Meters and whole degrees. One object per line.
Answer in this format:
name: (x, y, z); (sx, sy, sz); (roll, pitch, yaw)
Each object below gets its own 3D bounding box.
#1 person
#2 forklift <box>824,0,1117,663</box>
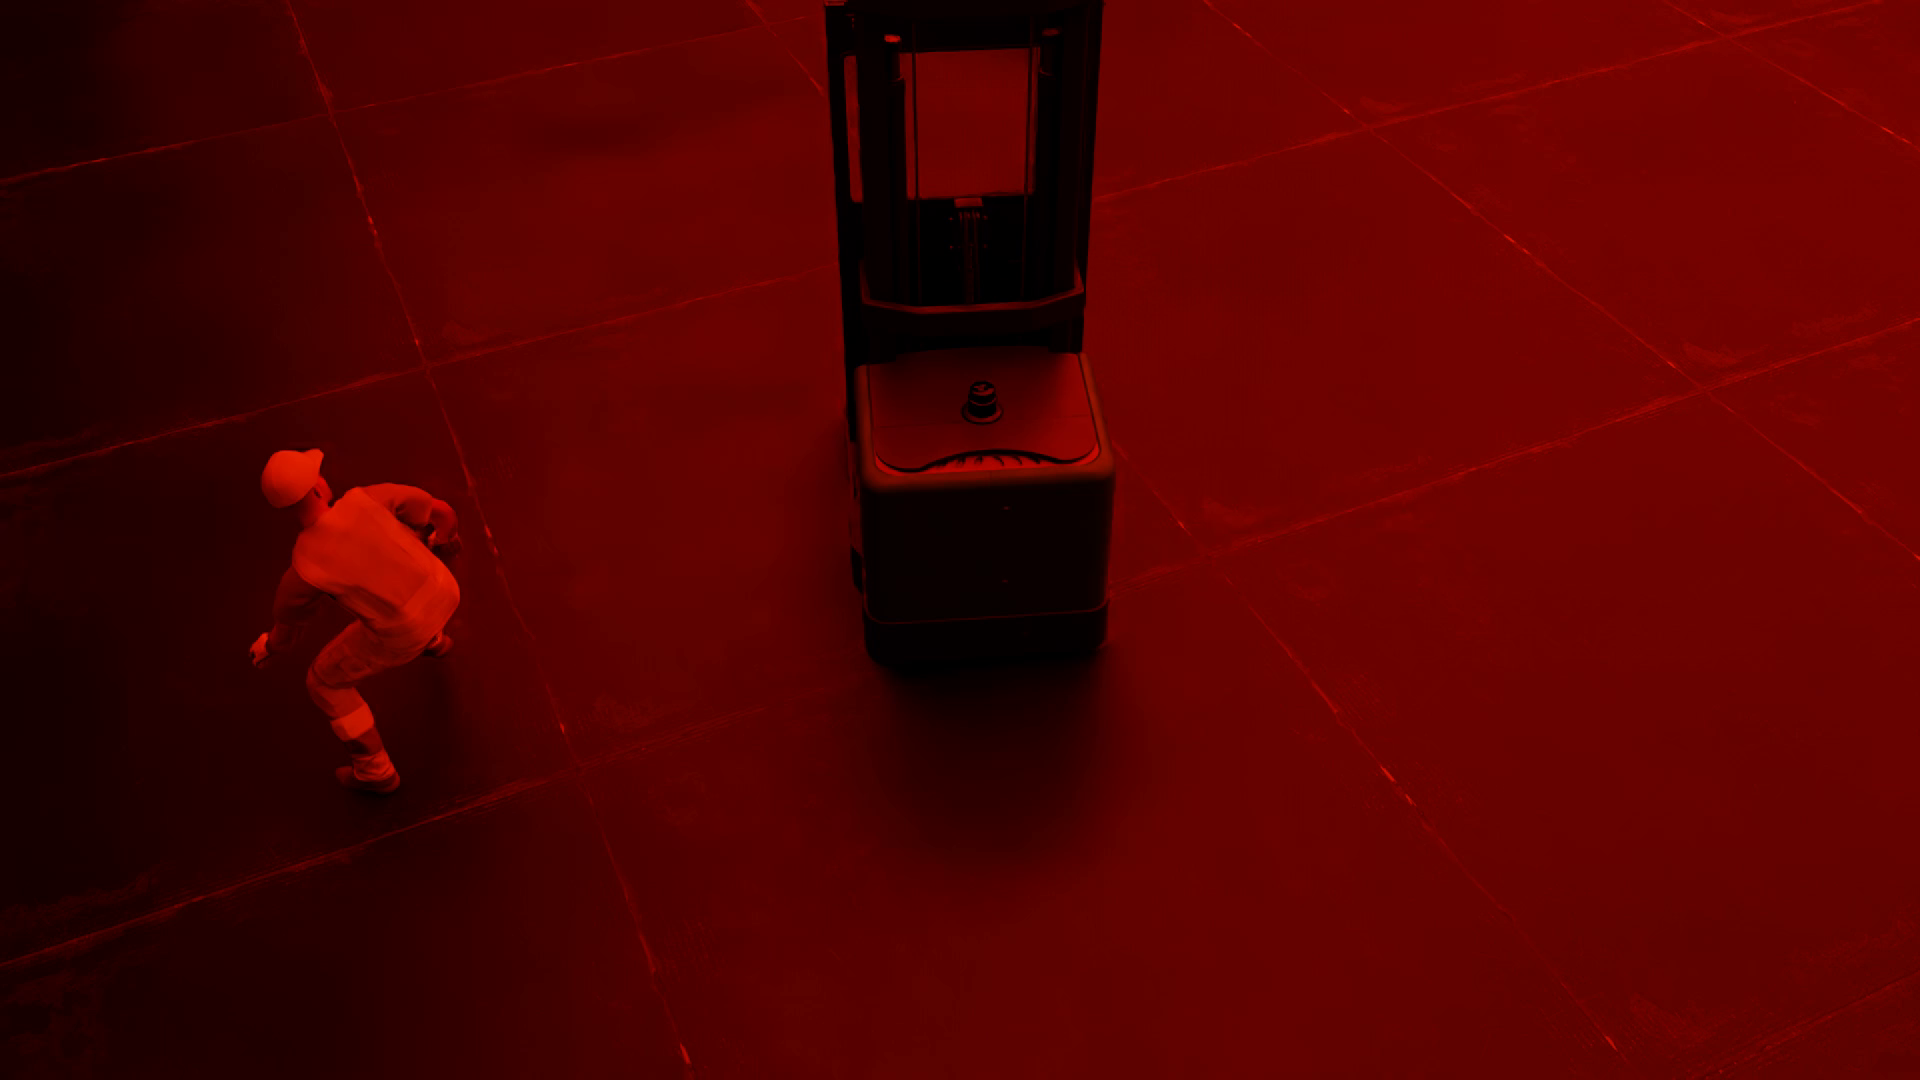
person: (-2.325, 0.222, 6.513); (0.678, 1.535, 0.811); (20, 47, 20)
forklift: (-0.007, -1.544, 7.334); (1.130, 2.935, 3.031); (-3, 43, -4)
